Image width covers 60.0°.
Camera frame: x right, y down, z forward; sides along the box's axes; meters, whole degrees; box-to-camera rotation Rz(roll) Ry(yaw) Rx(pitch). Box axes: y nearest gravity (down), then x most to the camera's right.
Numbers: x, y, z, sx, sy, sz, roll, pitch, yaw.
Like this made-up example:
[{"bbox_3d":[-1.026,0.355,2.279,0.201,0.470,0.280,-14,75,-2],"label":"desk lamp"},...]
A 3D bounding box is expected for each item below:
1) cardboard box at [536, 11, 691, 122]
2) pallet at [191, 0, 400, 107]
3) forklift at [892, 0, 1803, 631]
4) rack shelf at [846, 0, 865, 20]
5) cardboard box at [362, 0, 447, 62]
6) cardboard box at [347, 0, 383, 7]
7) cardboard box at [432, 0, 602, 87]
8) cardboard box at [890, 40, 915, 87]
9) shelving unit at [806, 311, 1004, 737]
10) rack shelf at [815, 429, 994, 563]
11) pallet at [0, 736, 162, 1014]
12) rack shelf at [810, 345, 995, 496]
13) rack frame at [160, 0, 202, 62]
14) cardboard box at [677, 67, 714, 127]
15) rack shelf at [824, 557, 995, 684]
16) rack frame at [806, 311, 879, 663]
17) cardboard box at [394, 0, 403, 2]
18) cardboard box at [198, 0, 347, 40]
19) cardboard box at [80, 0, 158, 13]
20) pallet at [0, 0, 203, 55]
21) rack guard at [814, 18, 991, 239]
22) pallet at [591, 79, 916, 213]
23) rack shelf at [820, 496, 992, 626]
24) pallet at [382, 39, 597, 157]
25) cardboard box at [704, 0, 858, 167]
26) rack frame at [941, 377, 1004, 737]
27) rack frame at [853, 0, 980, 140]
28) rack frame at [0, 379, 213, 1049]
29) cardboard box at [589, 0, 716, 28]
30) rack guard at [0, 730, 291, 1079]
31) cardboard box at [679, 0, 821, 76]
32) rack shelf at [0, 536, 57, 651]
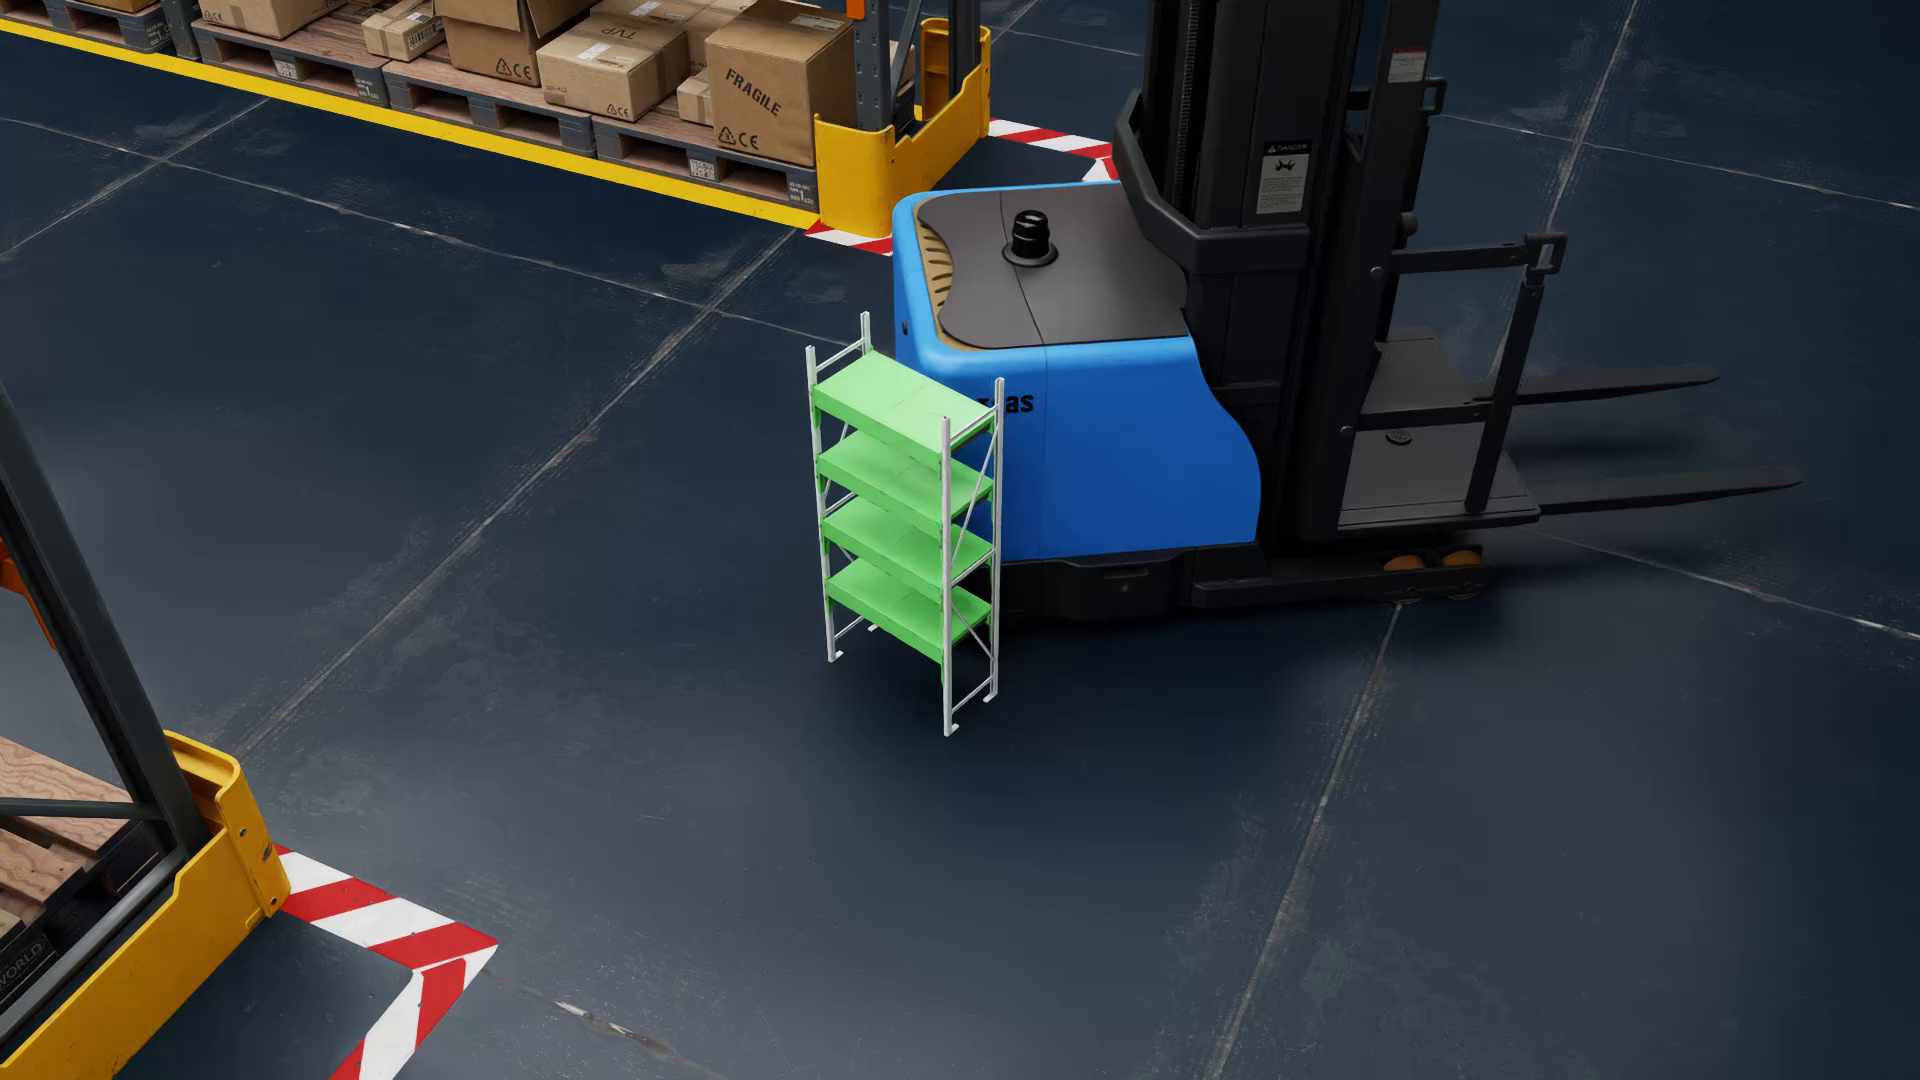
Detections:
[{"bbox_3d":[-1.616,-2.223,7.788,0.500,0.250,0.500,17,44,19],"label":"cardboard box"},{"bbox_3d":[-3.173,-2.673,8.673,1.213,0.211,1.003,17,44,19],"label":"pallet"},{"bbox_3d":[1.322,-1.236,4.938,3.031,2.935,1.130,-5,41,-5],"label":"forklift"},{"bbox_3d":[-1.983,-3.092,7.577,4.000,0.370,1.077,17,44,19],"label":"rack shelf"},{"bbox_3d":[-2.718,-2.535,8.212,0.250,0.166,0.380,17,44,19],"label":"cardboard box"},{"bbox_3d":[-3.159,-3.150,8.667,0.500,0.500,0.500,17,44,19],"label":"cardboard box"},{"bbox_3d":[-2.091,-2.624,8.057,0.637,0.503,0.797,17,44,19],"label":"cardboard box"},{"bbox_3d":[-0.405,-2.219,7.861,0.250,0.149,0.380,17,44,19],"label":"cardboard box"},{"bbox_3d":[-0.151,-0.021,4.858,0.503,1.200,0.258,29,49,29],"label":"shelving unit"},{"bbox_3d":[-0.151,-0.154,4.742,0.480,0.148,0.258,29,49,29],"label":"rack shelf"},{"bbox_3d":[-2.999,0.931,4.515,1.213,0.211,1.003,17,44,19],"label":"pallet"},{"bbox_3d":[-0.151,-0.335,4.585,0.480,0.148,0.258,29,49,29],"label":"rack shelf"},{"bbox_3d":[-3.795,-3.918,7.980,0.127,3.000,1.000,17,44,19],"label":"rack frame"},{"bbox_3d":[-1.096,-2.076,7.682,0.250,0.166,0.380,17,44,19],"label":"cardboard box"},{"bbox_3d":[-0.151,0.209,5.057,0.480,0.148,0.258,29,49,29],"label":"rack shelf"},{"bbox_3d":[-0.336,-0.124,4.978,0.015,1.200,0.240,29,49,29],"label":"rack frame"},{"bbox_3d":[-2.794,-2.949,8.703,0.250,0.149,0.380,17,44,19],"label":"cardboard box"},{"bbox_3d":[-3.506,-2.824,8.434,0.500,0.311,0.500,17,44,19],"label":"cardboard box"},{"bbox_3d":[-4.364,-3.106,8.616,0.500,0.500,0.500,17,44,18],"label":"cardboard box"},{"bbox_3d":[-4.549,-3.067,9.127,1.213,0.211,1.003,17,44,19],"label":"pallet"},{"bbox_3d":[-0.239,-1.887,7.545,0.348,0.500,1.175,17,44,19],"label":"rack guard"},{"bbox_3d":[-0.962,-1.998,7.894,1.213,0.211,1.003,17,44,19],"label":"pallet"},{"bbox_3d":[-0.151,0.028,4.900,0.480,0.148,0.258,29,49,29],"label":"rack shelf"},{"bbox_3d":[-2.064,-2.336,8.285,1.213,0.211,1.003,17,44,19],"label":"pallet"},{"bbox_3d":[-0.767,-2.036,7.382,0.500,0.500,0.500,17,44,19],"label":"cardboard box"},{"bbox_3d":[0.035,0.083,4.738,0.015,1.200,0.240,29,49,29],"label":"rack frame"},{"bbox_3d":[-0.171,-2.810,6.702,0.127,3.000,1.000,17,44,19],"label":"rack frame"},{"bbox_3d":[-2.268,0.129,3.311,0.127,3.000,1.000,17,44,19],"label":"rack frame"},{"bbox_3d":[-1.450,-2.533,8.146,0.500,0.250,0.500,17,44,19],"label":"cardboard box"},{"bbox_3d":[-2.241,1.072,4.131,0.348,0.500,1.175,17,44,19],"label":"rack guard"},{"bbox_3d":[-0.996,-2.395,7.986,0.500,0.250,0.500,17,44,19],"label":"cardboard box"},{"bbox_3d":[-4.081,-0.153,4.186,4.000,0.370,1.077,17,44,19],"label":"rack shelf"}]
